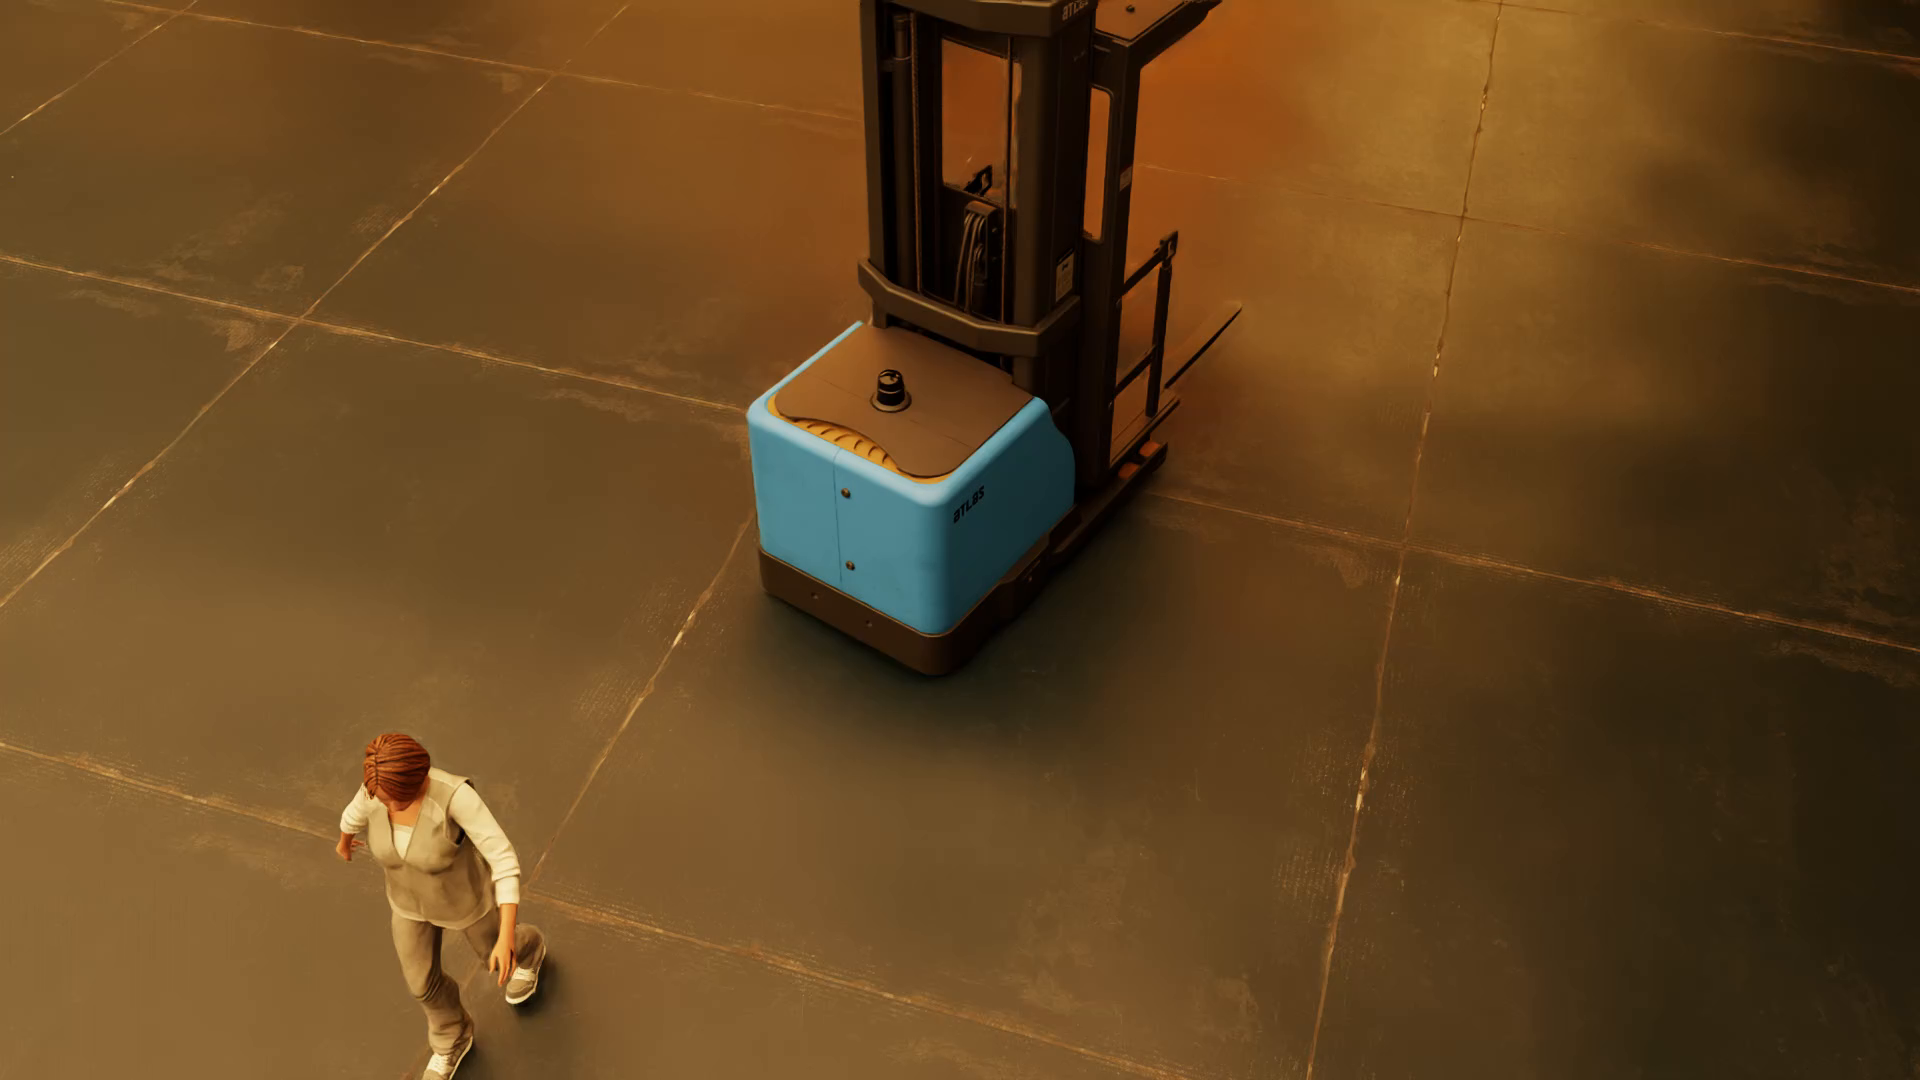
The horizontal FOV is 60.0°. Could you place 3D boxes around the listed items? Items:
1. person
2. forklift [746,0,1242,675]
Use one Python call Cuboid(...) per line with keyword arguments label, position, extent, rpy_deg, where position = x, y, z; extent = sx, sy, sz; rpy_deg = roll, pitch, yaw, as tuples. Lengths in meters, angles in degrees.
Cuboid(label="person", position=(-1.708, 1.178, 5.430), extent=(0.812, 1.579, 0.703), rpy_deg=(6, 43, 7))
Cuboid(label="forklift", position=(0.360, -1.460, 7.258), extent=(1.130, 2.935, 3.031), rpy_deg=(26, 49, 25))
